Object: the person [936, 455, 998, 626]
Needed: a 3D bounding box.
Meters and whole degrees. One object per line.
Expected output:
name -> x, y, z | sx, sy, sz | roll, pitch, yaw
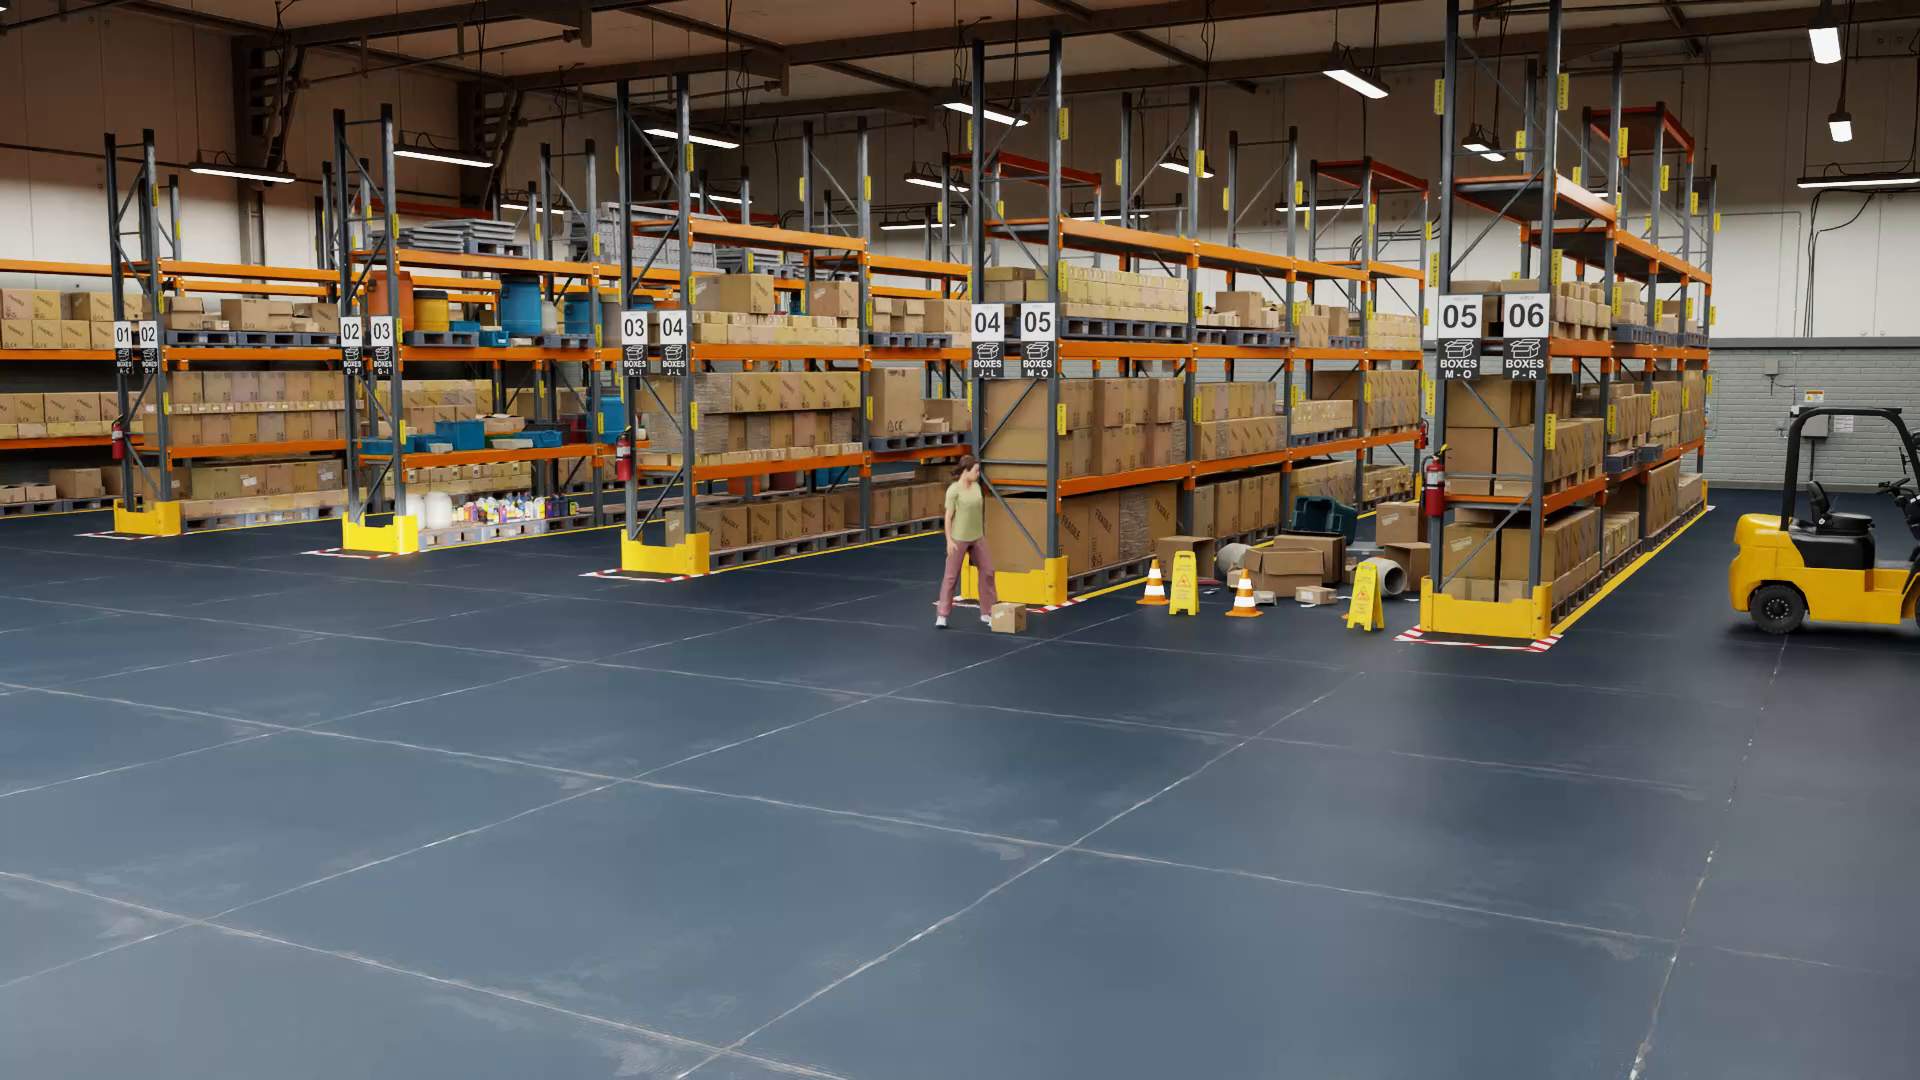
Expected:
person -> 0.067, 0.022, 16.160 | 0.651, 1.708, 0.517 | -4, 7, -36
